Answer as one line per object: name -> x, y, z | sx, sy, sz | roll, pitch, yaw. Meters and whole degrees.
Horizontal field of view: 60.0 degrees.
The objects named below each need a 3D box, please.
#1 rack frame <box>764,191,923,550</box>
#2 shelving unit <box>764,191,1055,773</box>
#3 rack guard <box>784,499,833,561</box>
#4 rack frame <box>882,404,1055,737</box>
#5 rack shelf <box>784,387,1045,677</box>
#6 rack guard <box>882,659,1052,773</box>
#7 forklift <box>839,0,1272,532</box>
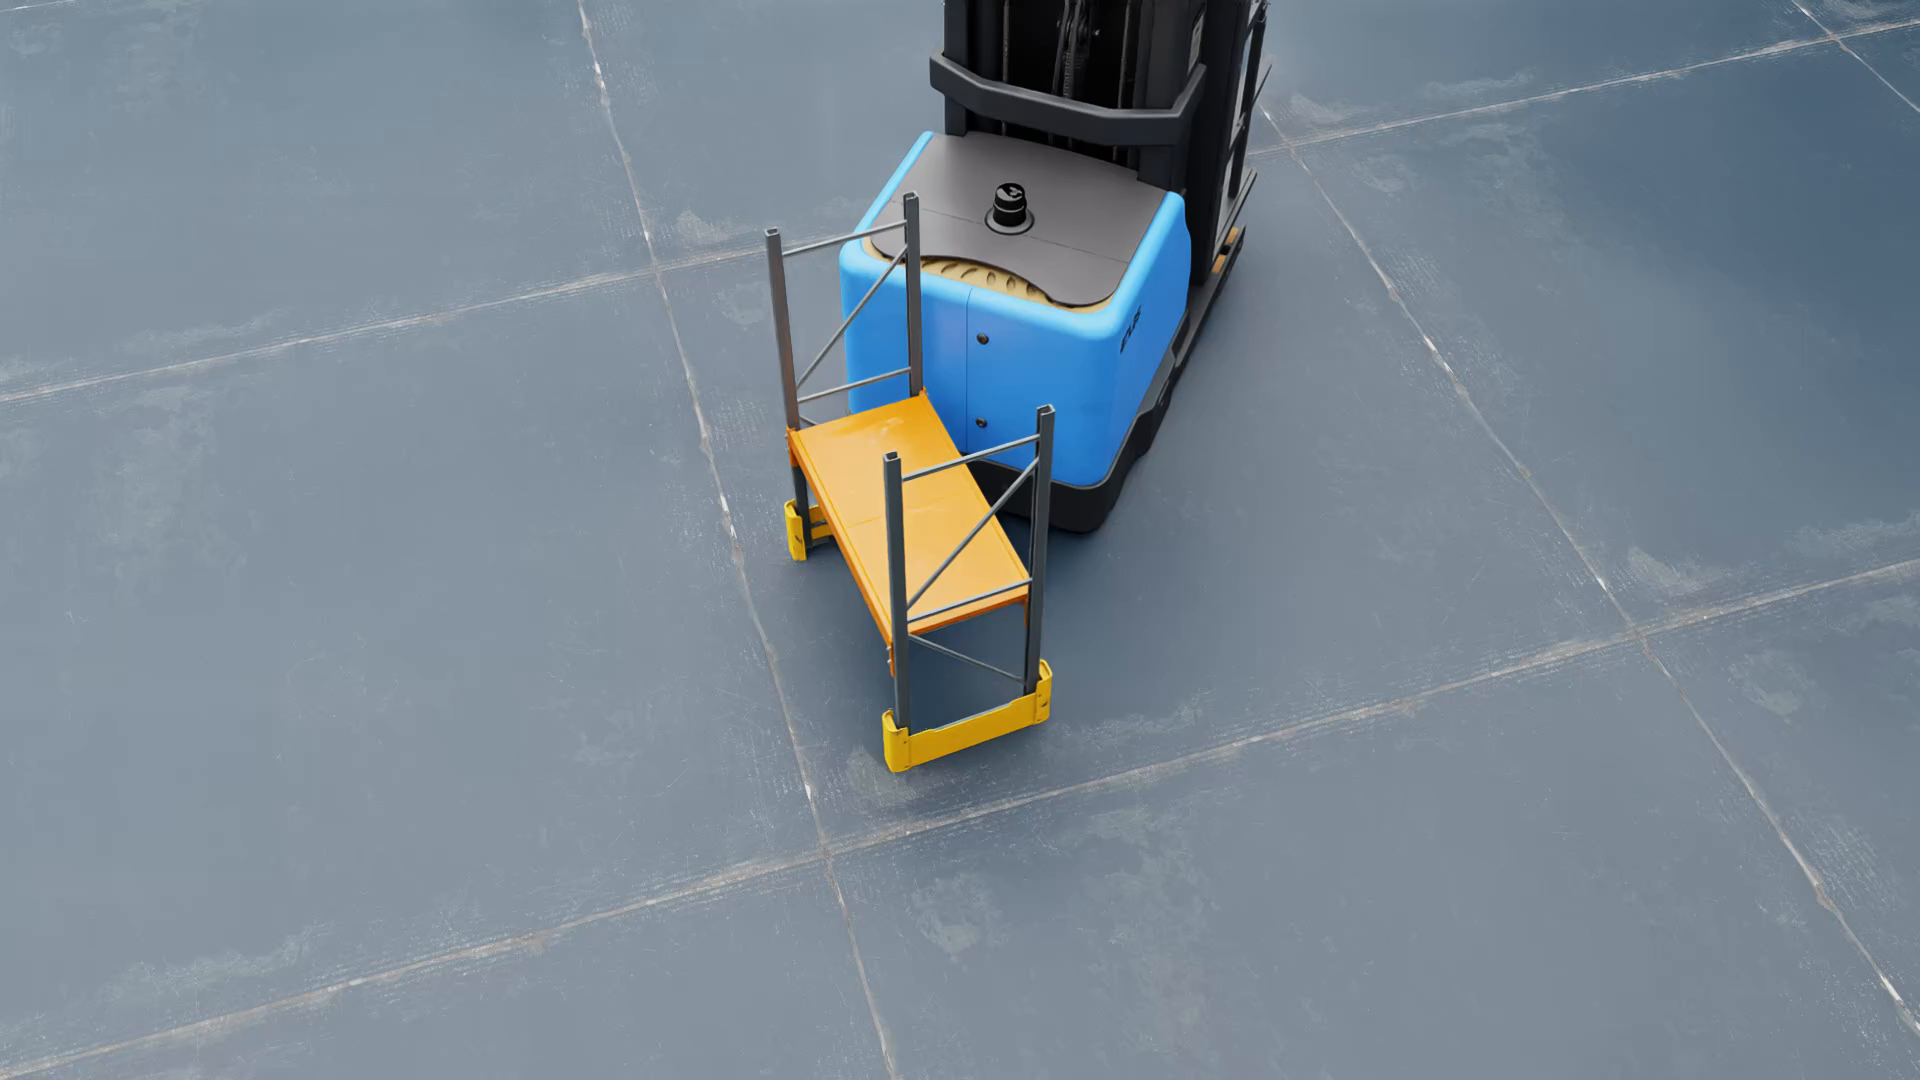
rack frame -> -0.365, -0.528, 5.714 | 0.500, 1.500, 0.032 | -18, 52, -14
shelving unit -> -0.165, -0.162, 5.406 | 0.587, 1.500, 1.083 | -18, 52, -14
rack guard -> -0.357, -0.111, 6.180 | 0.587, 0.250, 0.087 | -18, 52, -14
rack frame -> 0.027, 0.190, 5.109 | 0.500, 1.500, 0.032 | -18, 52, -14
rack shelf -> -0.169, -0.053, 5.549 | 0.538, 0.185, 1.000 | -18, 52, -14
rack guard -> 0.026, 0.592, 5.588 | 0.587, 0.250, 0.087 | -18, 52, -14
forklift -> 0.595, -2.126, 6.125 | 1.130, 2.935, 3.031 | 17, 52, 14
